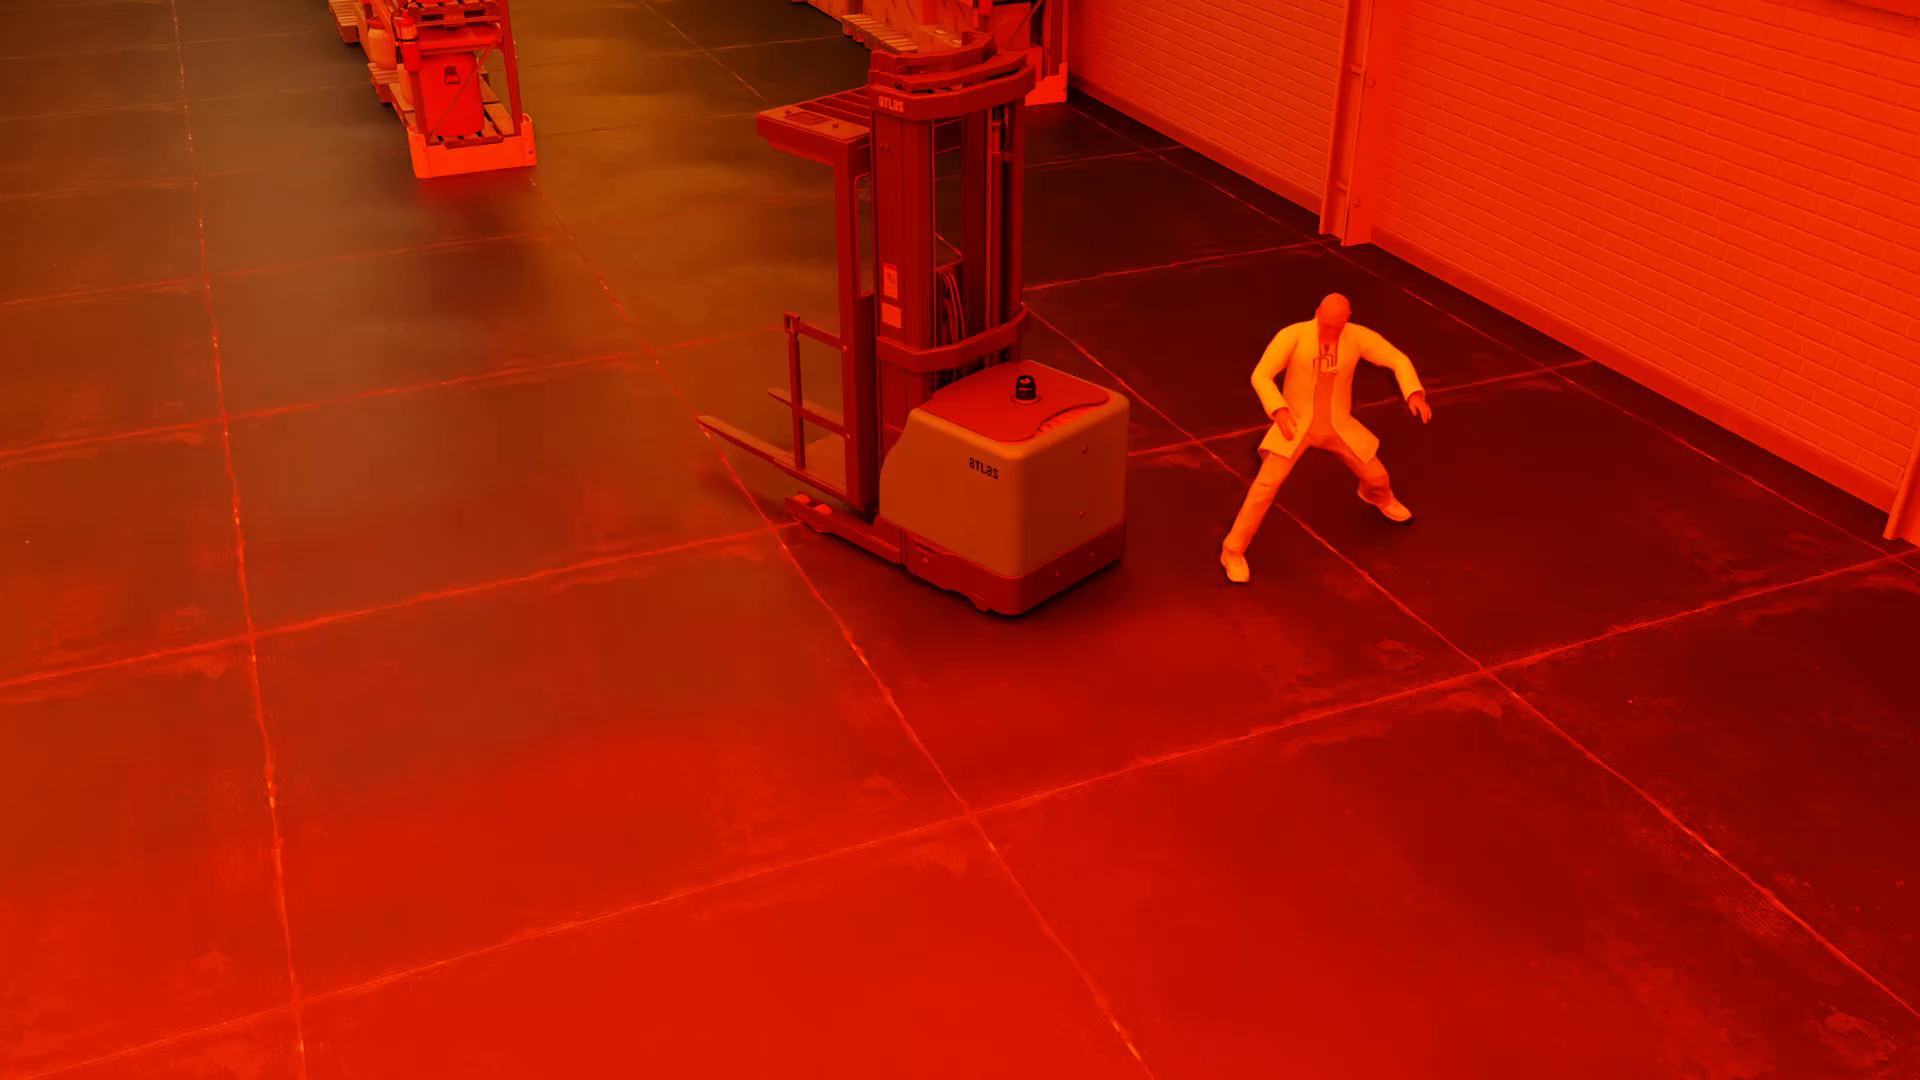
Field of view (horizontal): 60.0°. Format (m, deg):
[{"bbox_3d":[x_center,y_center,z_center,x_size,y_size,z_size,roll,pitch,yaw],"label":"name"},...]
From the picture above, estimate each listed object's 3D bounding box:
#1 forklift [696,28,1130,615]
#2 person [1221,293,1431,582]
[{"bbox_3d":[-0.436,-1.483,9.714,3.031,2.935,1.130,26,39,37],"label":"forklift"},{"bbox_3d":[2.160,-0.655,9.633,1.268,1.571,1.027,-1,30,-2],"label":"person"}]
